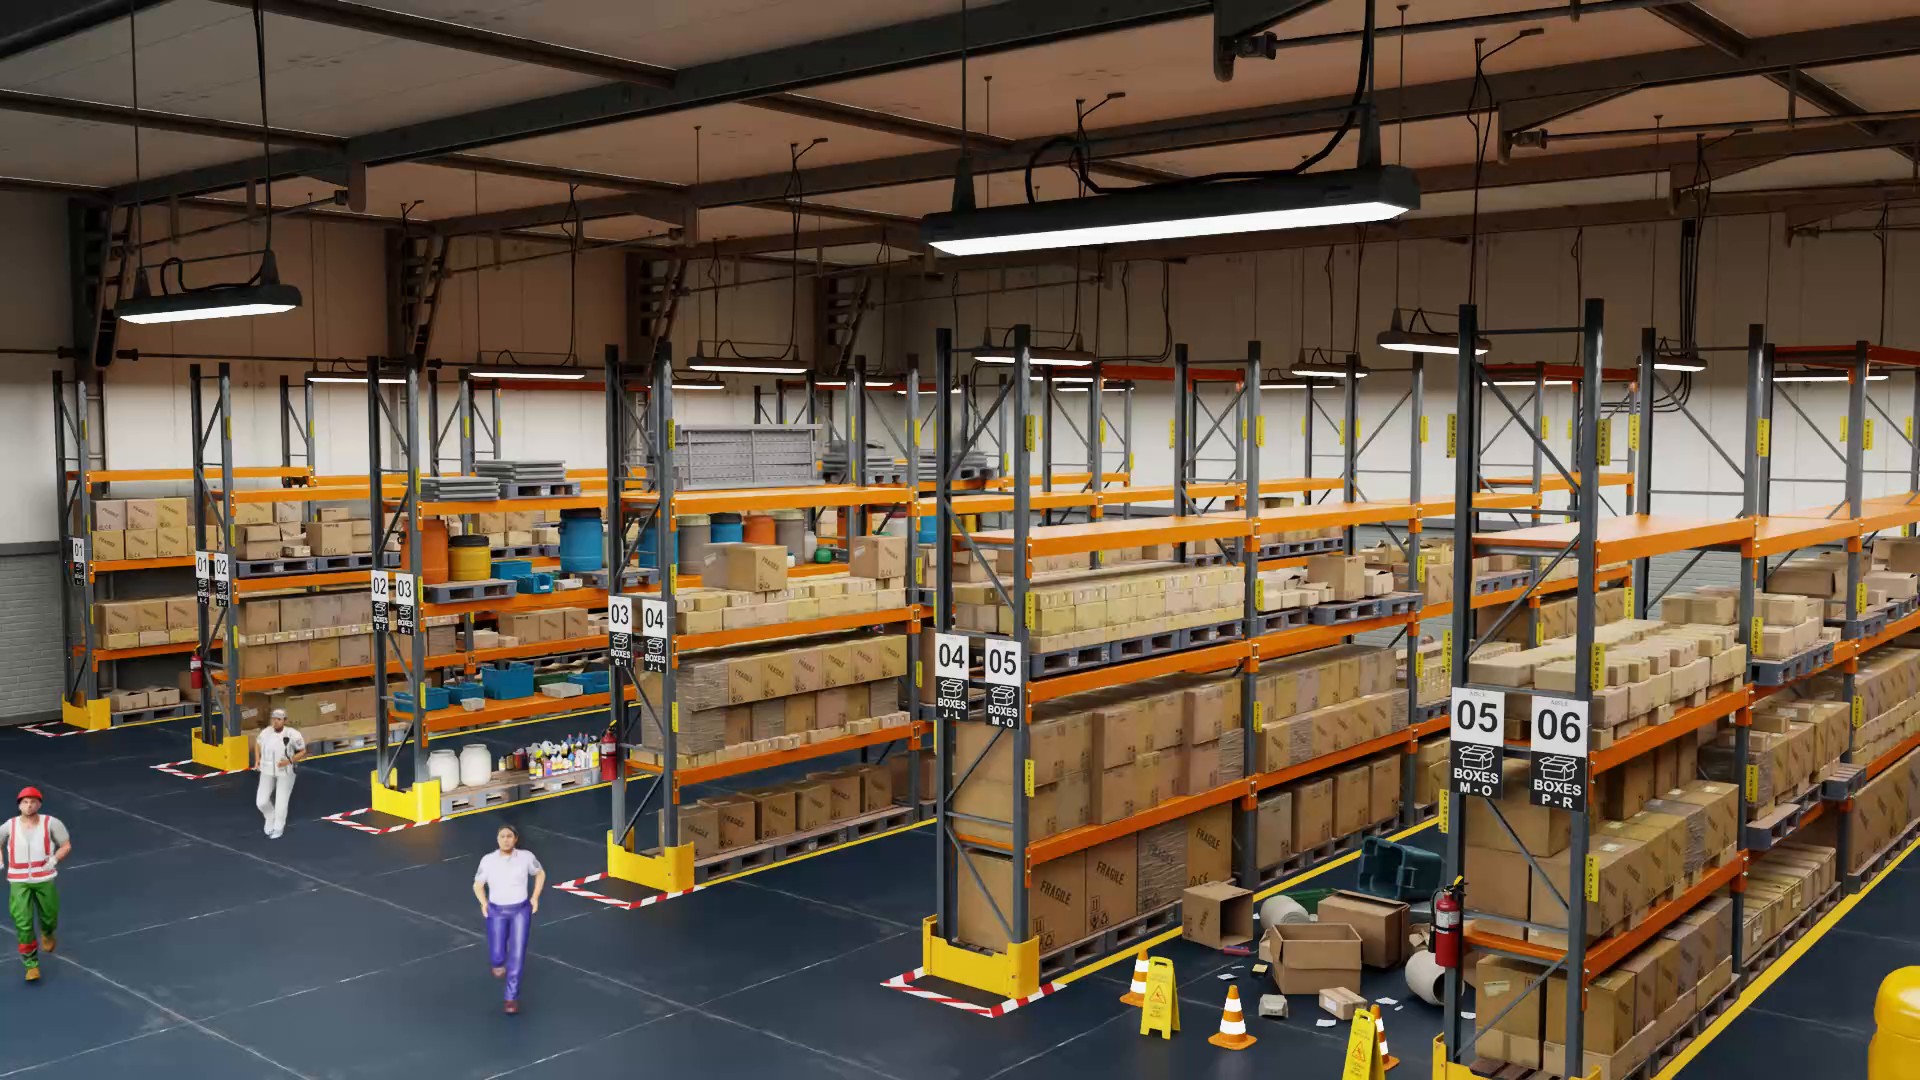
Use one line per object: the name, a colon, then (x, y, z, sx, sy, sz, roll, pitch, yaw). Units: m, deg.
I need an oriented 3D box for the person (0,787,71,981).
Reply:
person: (-8.666, 3.172, 15.526, 0.663, 1.750, 0.786, -2, 5, -26)

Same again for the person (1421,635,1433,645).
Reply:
person: (7.505, 2.363, 26.682, 0.664, 1.709, 0.944, 3, 5, 38)

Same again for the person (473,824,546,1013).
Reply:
person: (-3.980, 3.315, 14.719, 0.621, 1.596, 0.769, -1, 4, -15)

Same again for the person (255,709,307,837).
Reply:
person: (-8.407, 2.880, 20.537, 0.647, 1.616, 0.548, 0, 4, -6)
